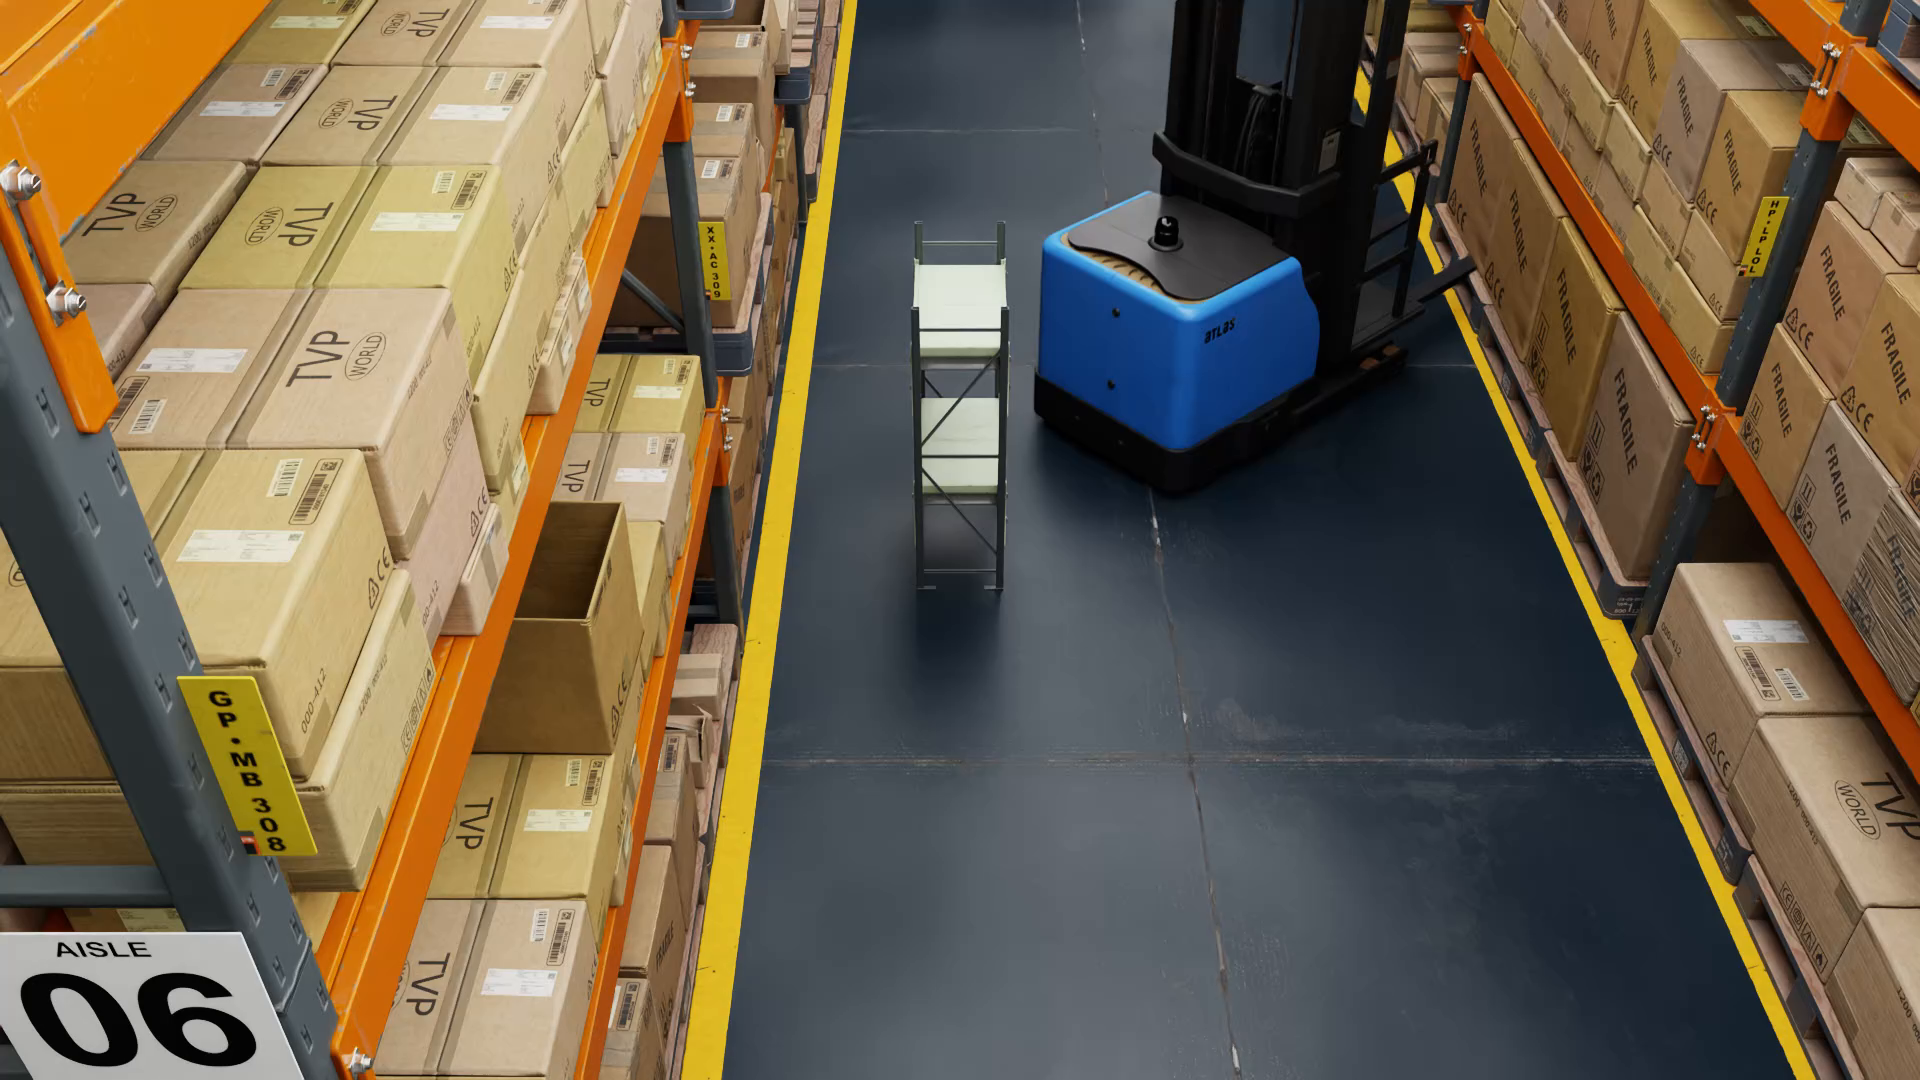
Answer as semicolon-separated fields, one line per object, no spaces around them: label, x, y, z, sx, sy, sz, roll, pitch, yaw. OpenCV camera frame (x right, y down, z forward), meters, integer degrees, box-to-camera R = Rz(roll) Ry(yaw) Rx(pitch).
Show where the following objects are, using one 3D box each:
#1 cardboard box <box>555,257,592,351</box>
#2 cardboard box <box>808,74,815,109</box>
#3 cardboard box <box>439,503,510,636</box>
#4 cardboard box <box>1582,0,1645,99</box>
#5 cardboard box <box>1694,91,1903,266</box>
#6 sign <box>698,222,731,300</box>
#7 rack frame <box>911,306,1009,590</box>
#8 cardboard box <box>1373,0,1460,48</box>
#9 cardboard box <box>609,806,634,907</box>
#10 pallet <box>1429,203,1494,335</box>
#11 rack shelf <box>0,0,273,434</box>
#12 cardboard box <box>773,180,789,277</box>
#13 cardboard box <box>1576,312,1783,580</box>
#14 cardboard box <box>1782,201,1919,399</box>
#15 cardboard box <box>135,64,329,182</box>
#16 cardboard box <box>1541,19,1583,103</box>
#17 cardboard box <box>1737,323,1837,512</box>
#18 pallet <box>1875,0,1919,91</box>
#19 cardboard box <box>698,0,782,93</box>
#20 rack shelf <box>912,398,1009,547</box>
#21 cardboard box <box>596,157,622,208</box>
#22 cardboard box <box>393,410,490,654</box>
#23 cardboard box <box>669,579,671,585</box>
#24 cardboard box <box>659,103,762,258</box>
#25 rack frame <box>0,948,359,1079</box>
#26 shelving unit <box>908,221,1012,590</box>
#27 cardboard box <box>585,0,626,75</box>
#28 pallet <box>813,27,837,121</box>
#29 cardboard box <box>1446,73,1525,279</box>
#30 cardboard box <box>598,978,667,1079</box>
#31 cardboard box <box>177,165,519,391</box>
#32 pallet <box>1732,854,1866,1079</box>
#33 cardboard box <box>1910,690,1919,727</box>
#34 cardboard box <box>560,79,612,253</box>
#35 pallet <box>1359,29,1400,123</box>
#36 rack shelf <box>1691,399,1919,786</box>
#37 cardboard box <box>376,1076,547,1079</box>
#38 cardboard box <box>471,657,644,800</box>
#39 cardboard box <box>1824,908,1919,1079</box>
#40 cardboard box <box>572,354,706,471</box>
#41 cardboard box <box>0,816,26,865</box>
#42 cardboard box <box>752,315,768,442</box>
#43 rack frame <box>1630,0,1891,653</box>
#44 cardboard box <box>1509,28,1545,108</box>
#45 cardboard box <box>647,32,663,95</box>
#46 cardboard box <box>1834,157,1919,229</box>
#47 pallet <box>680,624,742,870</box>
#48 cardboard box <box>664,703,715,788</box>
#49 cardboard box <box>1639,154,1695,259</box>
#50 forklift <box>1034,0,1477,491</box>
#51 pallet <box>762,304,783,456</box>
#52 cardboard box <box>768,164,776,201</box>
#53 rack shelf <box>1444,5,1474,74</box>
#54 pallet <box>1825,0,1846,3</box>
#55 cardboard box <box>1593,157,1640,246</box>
cardboard box;-1.133;-0.580;4.122;0.380;0.149;0.250;1;39;1
cardboard box;-1.460;-3.232;11.193;0.875;0.625;0.625;1;39;1
cardboard box;-1.130;0.055;3.331;0.380;0.149;0.250;1;39;1
cardboard box;3.248;-2.373;7.679;0.500;0.500;0.500;1;39;1
cardboard box;3.252;-1.409;6.475;0.500;0.500;0.500;1;39;1
sign;-0.917;-1.037;6.199;0.100;0.325;0.005;0;39;0
rack frame;0.000;-0.361;7.246;0.400;1.500;0.023;0;39;0
cardboard box;3.504;-3.629;11.891;0.950;0.372;0.625;1;39;1
cardboard box;-1.133;0.894;4.683;0.380;0.149;0.250;-1;39;-1
pallet;3.425;-1.621;9.849;1.003;0.211;1.213;0;39;0
rack shelf;-1.458;-1.503;3.253;1.077;0.370;4.000;0;39;0
cardboard box;-1.259;-1.807;9.515;0.500;0.500;0.500;-1;39;-1
cardboard box;3.423;-0.423;7.488;0.875;0.875;0.875;1;39;1
cardboard box;3.262;-0.832;5.755;0.500;0.500;0.500;0;39;0
cardboard box;-1.719;-0.854;3.747;0.500;0.250;0.500;0;39;0
cardboard box;3.241;-2.386;8.295;0.500;0.250;0.500;0;39;0
cardboard box;3.242;-0.446;6.073;0.500;0.500;0.500;1;39;1
pallet;3.494;-1.325;4.922;1.003;0.211;1.213;0;39;0
cardboard box;-1.278;-2.379;8.148;0.797;0.503;0.637;-1;39;-1
rack shelf;0.000;-0.335;7.736;0.431;0.370;0.720;0;39;0
cardboard box;-1.180;-1.068;4.731;0.380;0.149;0.250;0;39;0
cardboard box;-1.204;-0.017;3.101;0.500;0.250;0.500;1;39;1
cardboard box;-1.187;0.092;5.683;0.380;0.149;0.250;1;39;1
cardboard box;-1.237;-1.524;7.083;0.700;0.500;0.500;0;39;0
rack frame;-1.455;1.807;3.342;1.000;3.000;0.127;0;39;0
shelving unit;0.000;-0.589;7.532;0.431;1.500;0.755;0;39;0
cardboard box;-1.209;-1.485;4.533;0.500;0.250;0.500;-1;39;-1
pallet;-1.425;-3.384;12.049;1.003;0.211;1.213;0;39;0
cardboard box;3.417;-2.105;9.586;0.875;0.875;0.875;0;39;0
cardboard box;-1.323;1.701;5.137;0.700;0.500;0.500;1;39;2
cardboard box;-1.201;-0.526;3.337;0.500;0.250;0.500;-1;39;-1
pallet;3.431;1.628;5.795;1.003;0.211;1.213;0;39;0
cardboard box;3.234;0.502;4.890;0.500;0.500;0.500;1;39;1
cardboard box;-1.209;-0.976;4.298;0.500;0.250;0.500;1;39;1
pallet;3.501;-3.363;12.024;1.003;0.211;1.213;0;39;0
rack shelf;3.506;0.831;5.135;1.077;0.370;4.000;0;39;0
cardboard box;-1.186;1.465;3.650;0.500;0.250;0.500;0;39;0
cardboard box;-1.213;0.513;4.838;0.500;0.250;0.500;-1;39;-1
cardboard box;3.398;1.652;5.248;0.875;0.438;0.875;1;39;1
cardboard box;-1.215;-0.434;6.020;0.500;0.250;0.500;1;39;1
cardboard box;-1.728;0.301;2.705;0.500;0.250;0.500;-1;39;-1
cardboard box;-1.242;-0.831;8.296;0.500;0.500;0.500;-1;39;-1
rack frame;3.504;-0.700;6.471;1.000;3.000;0.127;0;39;0
cardboard box;3.266;-2.516;8.856;0.500;0.250;0.500;-1;39;-1
cardboard box;-1.164;-1.542;5.324;0.380;0.149;0.250;0;39;0
cardboard box;3.245;-1.185;5.677;0.380;0.149;0.250;-1;39;-1
pallet;-1.460;0.823;6.800;1.003;0.211;1.213;0;39;0
cardboard box;-1.165;0.780;6.474;0.396;0.266;0.258;1;39;2
cardboard box;3.252;-1.425;7.095;0.500;0.250;0.500;1;39;1
forklift;1.815;-2.180;8.372;3.031;2.935;1.130;-30;47;-32
pallet;-1.503;-0.880;8.925;1.003;0.211;1.213;0;39;0
cardboard box;-1.223;-1.993;9.229;0.380;0.149;0.250;-1;39;-2
rack shelf;3.497;-4.172;11.378;1.077;0.370;4.000;0;39;0
pallet;3.453;-2.370;6.308;0.805;0.209;1.217;-1;39;-2
cardboard box;3.270;-1.556;7.659;0.500;0.250;0.500;-1;39;-1
